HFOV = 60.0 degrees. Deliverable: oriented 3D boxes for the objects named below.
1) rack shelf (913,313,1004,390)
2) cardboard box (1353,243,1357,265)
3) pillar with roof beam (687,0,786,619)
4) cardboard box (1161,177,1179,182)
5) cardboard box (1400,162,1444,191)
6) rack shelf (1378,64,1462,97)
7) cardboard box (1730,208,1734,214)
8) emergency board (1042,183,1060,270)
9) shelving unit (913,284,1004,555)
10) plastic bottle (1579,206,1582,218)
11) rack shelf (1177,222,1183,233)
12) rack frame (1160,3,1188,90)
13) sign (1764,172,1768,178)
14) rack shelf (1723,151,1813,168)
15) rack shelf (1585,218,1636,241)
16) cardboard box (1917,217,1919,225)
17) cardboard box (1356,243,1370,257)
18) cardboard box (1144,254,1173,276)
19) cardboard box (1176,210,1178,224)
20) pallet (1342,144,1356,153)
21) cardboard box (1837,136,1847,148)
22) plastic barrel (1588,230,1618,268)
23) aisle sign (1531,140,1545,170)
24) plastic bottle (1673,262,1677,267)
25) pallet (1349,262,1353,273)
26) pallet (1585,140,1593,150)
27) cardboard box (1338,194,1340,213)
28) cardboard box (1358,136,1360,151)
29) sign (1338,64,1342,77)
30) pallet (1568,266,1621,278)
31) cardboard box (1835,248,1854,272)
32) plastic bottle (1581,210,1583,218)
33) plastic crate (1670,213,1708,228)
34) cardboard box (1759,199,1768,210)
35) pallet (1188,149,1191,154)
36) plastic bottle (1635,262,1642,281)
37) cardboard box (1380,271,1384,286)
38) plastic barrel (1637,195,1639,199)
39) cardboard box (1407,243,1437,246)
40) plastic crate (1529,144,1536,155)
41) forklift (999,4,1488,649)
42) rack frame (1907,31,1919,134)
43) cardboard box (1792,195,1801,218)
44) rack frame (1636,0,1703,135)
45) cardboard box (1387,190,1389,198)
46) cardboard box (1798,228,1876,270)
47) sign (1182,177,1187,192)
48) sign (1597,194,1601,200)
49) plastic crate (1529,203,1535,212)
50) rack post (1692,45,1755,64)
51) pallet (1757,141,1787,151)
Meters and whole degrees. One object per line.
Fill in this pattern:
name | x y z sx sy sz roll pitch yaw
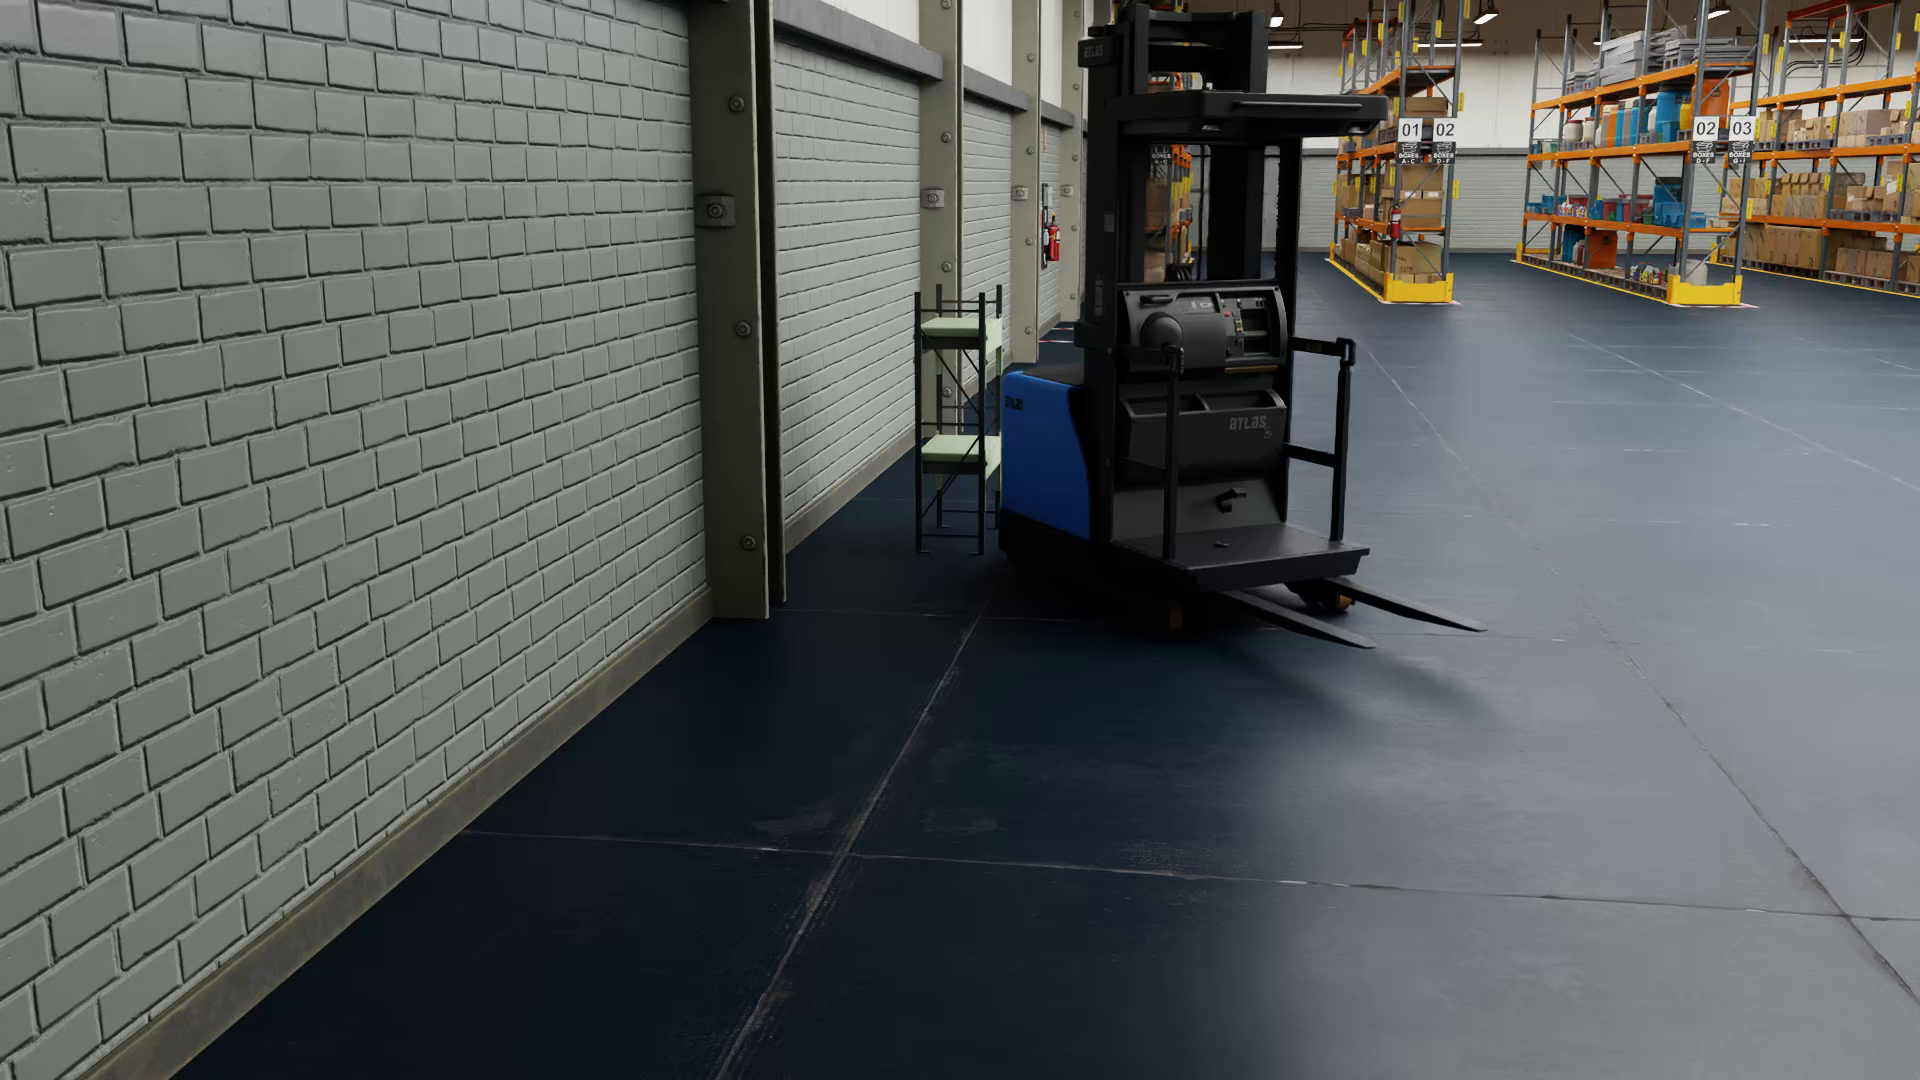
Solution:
rack shelf | -0.001 -1.113 9.747 0.431 0.370 0.720 2 12 9
cardboard box | 9.399 -6.647 38.605 0.500 0.500 0.500 2 12 11
pillar with roof beam | 3.177 -3.917 6.808 9.100 9.000 0.400 2 12 9
cardboard box | 4.921 -8.274 38.495 0.500 0.250 0.500 2 12 10
cardboard box | 8.349 -6.577 30.075 0.700 0.500 0.500 2 12 9
rack shelf | 8.564 -8.588 31.139 1.077 0.370 4.000 2 12 9
cardboard box | 20.009 -8.448 42.669 0.380 0.149 0.250 2 12 8
emergency board | 1.274 -4.357 23.092 0.194 1.169 0.643 2 12 9
shelving unit | -0.001 -0.732 9.829 0.431 1.500 0.755 2 12 9
plastic bottle | 14.153 -7.478 37.877 0.097 0.271 0.097 0 12 0
rack shelf | 4.284 -6.843 36.334 1.077 0.370 4.000 2 12 9
rack frame | 4.592 -10.544 37.558 1.000 3.000 0.127 2 12 9
sign | 21.039 -9.456 43.442 0.100 0.325 0.005 2 12 9
rack shelf | 20.198 -9.493 41.511 1.077 0.370 4.000 2 12 9
rack shelf | 14.073 -6.522 34.845 1.077 0.370 4.000 2 12 9
cardboard box | 18.238 -5.982 31.228 0.380 0.149 0.250 2 12 9
cardboard box | 9.116 -6.487 37.174 0.500 0.311 0.500 2 12 11
cardboard box | 3.807 -5.350 32.586 0.700 0.500 0.500 1 12 5
cardboard box | 3.980 -6.293 32.383 0.500 0.250 0.500 2 12 9
pallet | 9.933 -9.525 40.397 1.213 0.211 1.003 2 12 9
cardboard box | 18.951 -8.433 35.240 0.500 0.250 0.500 2 12 10
plastic barrel | 14.439 -6.537 37.360 0.600 0.830 0.708 2 12 9
aisle sign | 15.329 -10.251 44.269 0.394 0.787 0.004 2 12 9
plastic bottle | 13.951 -5.234 32.404 0.144 0.351 0.185 2 12 7
pallet | 9.829 -6.496 39.633 1.003 0.211 1.213 2 12 9
pallet | 14.595 -8.820 37.129 1.003 0.211 1.213 2 12 9
cardboard box | 10.234 -8.870 43.794 0.500 0.500 0.500 2 12 8
cardboard box | 9.599 -9.165 38.042 0.910 0.500 0.500 2 12 9
sign | 10.181 -12.562 44.519 0.100 0.325 0.005 2 12 9
pallet | 14.461 -6.092 37.762 1.003 0.211 1.213 2 12 9
cardboard box | 19.192 -5.983 35.523 0.700 0.500 0.500 1 12 6
plastic bottle | 14.108 -7.383 37.602 0.097 0.201 0.097 0 12 0
plastic crate | 12.932 -5.666 29.518 0.499 0.251 0.616 2 12 9
cardboard box | 19.699 -8.135 40.270 0.500 0.250 0.500 2 12 8
pallet | 5.718 -10.545 44.893 1.003 0.211 1.213 2 12 9
plastic bottle | 13.231 -5.223 32.353 0.144 0.351 0.185 2 12 10
cardboard box | 8.112 -4.873 31.014 0.500 0.250 0.500 2 12 9
plastic barrel | 14.309 -6.959 34.841 0.433 0.535 0.433 0 12 0
cardboard box | 8.698 -5.327 31.341 0.500 0.500 0.500 2 12 9
plastic crate | 15.277 -10.287 43.796 0.497 0.269 0.590 2 12 9
forklift | 1.317 -1.087 8.082 1.130 2.935 3.031 -6 13 -25
rack frame | 18.660 -9.230 31.460 1.000 3.000 0.127 2 12 9
cardboard box | 19.344 -7.607 37.934 0.500 0.500 0.500 2 12 10
rack frame | 13.766 -9.390 32.205 1.000 3.000 0.127 2 12 9
cardboard box | 8.445 -6.667 32.031 0.380 0.149 0.250 2 12 7
cardboard box | 19.402 -6.439 36.799 1.225 0.875 0.875 1 12 6
sign | 5.129 -8.123 38.004 0.100 0.325 0.005 2 12 9
sign | 15.539 -8.240 40.451 0.100 0.325 0.005 2 12 9
plastic crate | 15.147 -8.725 43.615 0.416 0.233 0.300 2 12 9
rack post | 13.392 -8.466 29.105 0.937 0.300 0.954 3 13 15
pallet | 20.026 -9.555 40.302 1.003 0.211 1.213 2 12 9
